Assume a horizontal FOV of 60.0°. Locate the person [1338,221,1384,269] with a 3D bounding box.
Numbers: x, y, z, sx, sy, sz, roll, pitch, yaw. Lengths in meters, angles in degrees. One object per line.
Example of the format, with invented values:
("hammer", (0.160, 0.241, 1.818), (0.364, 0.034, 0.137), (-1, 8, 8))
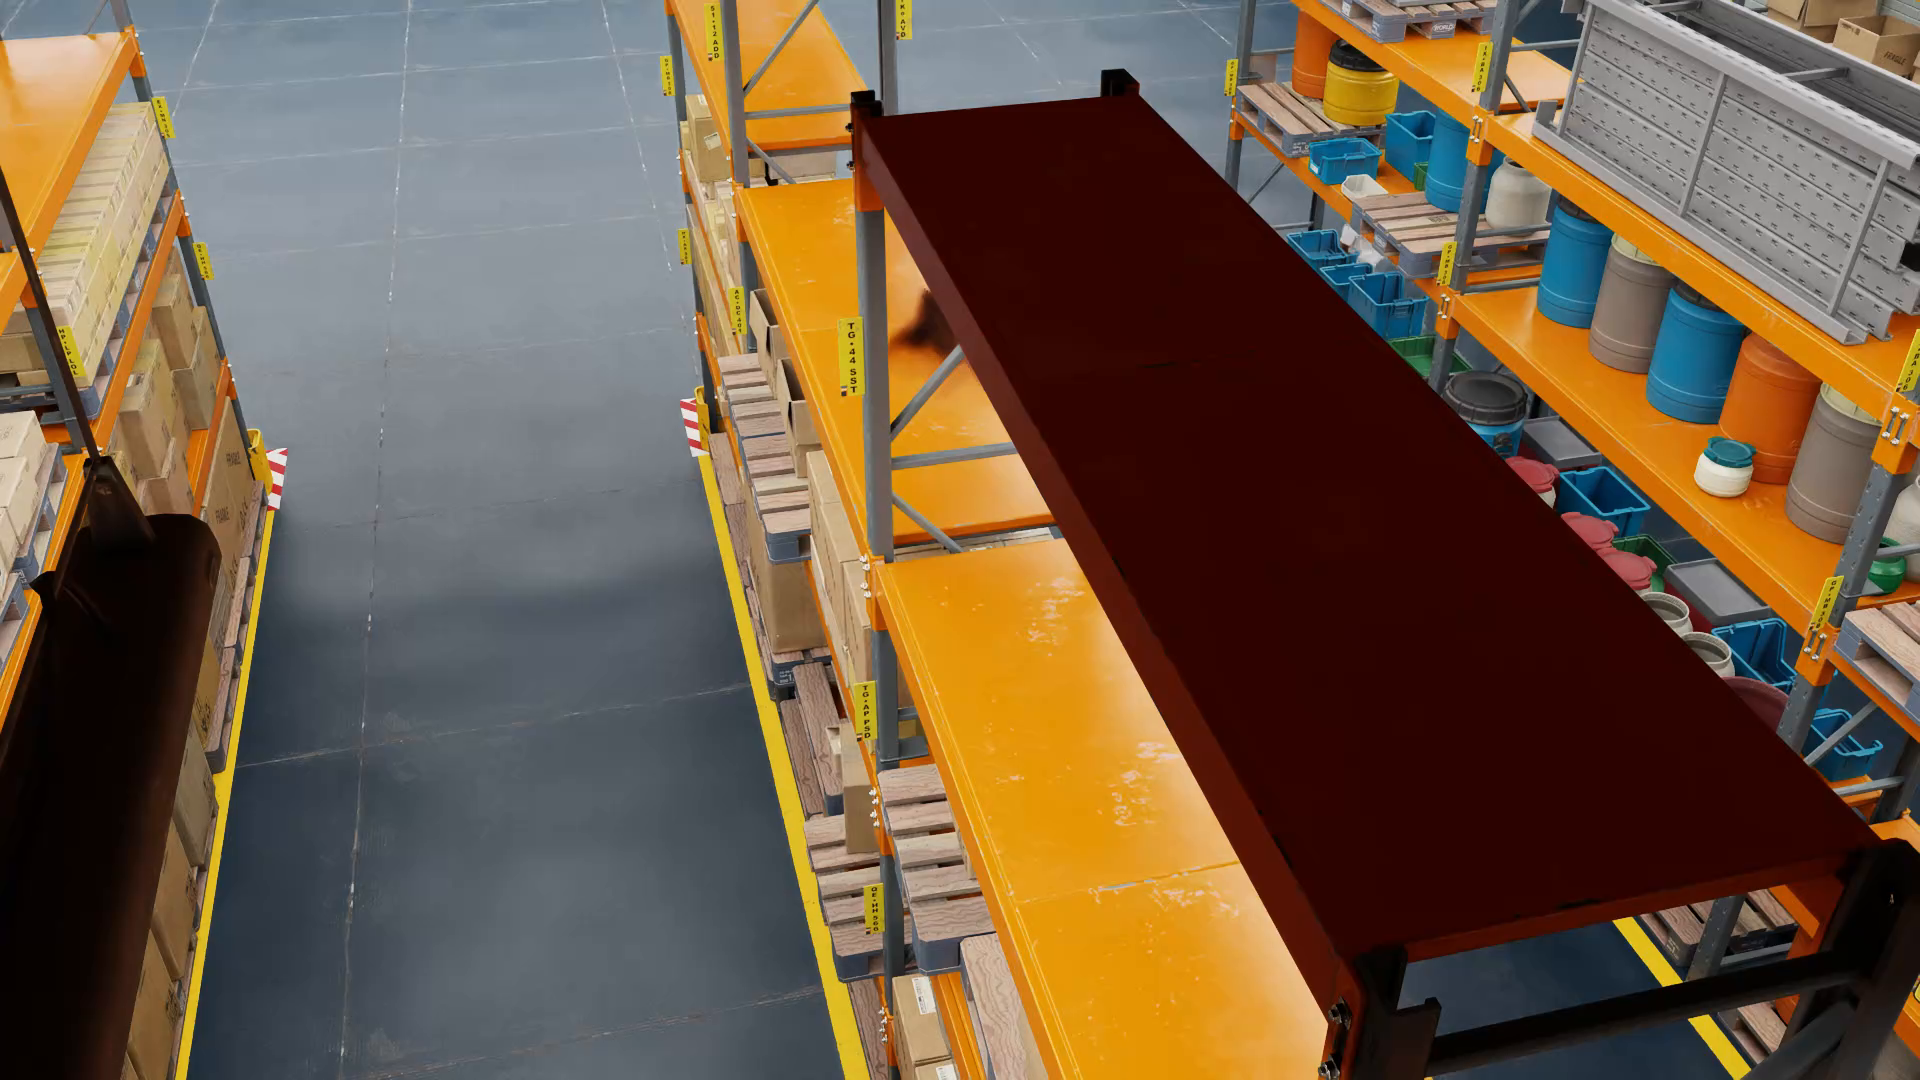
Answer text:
("person", (4.015, -2.818, 16.687), (0.640, 1.752, 0.720), (28, 43, 35))
